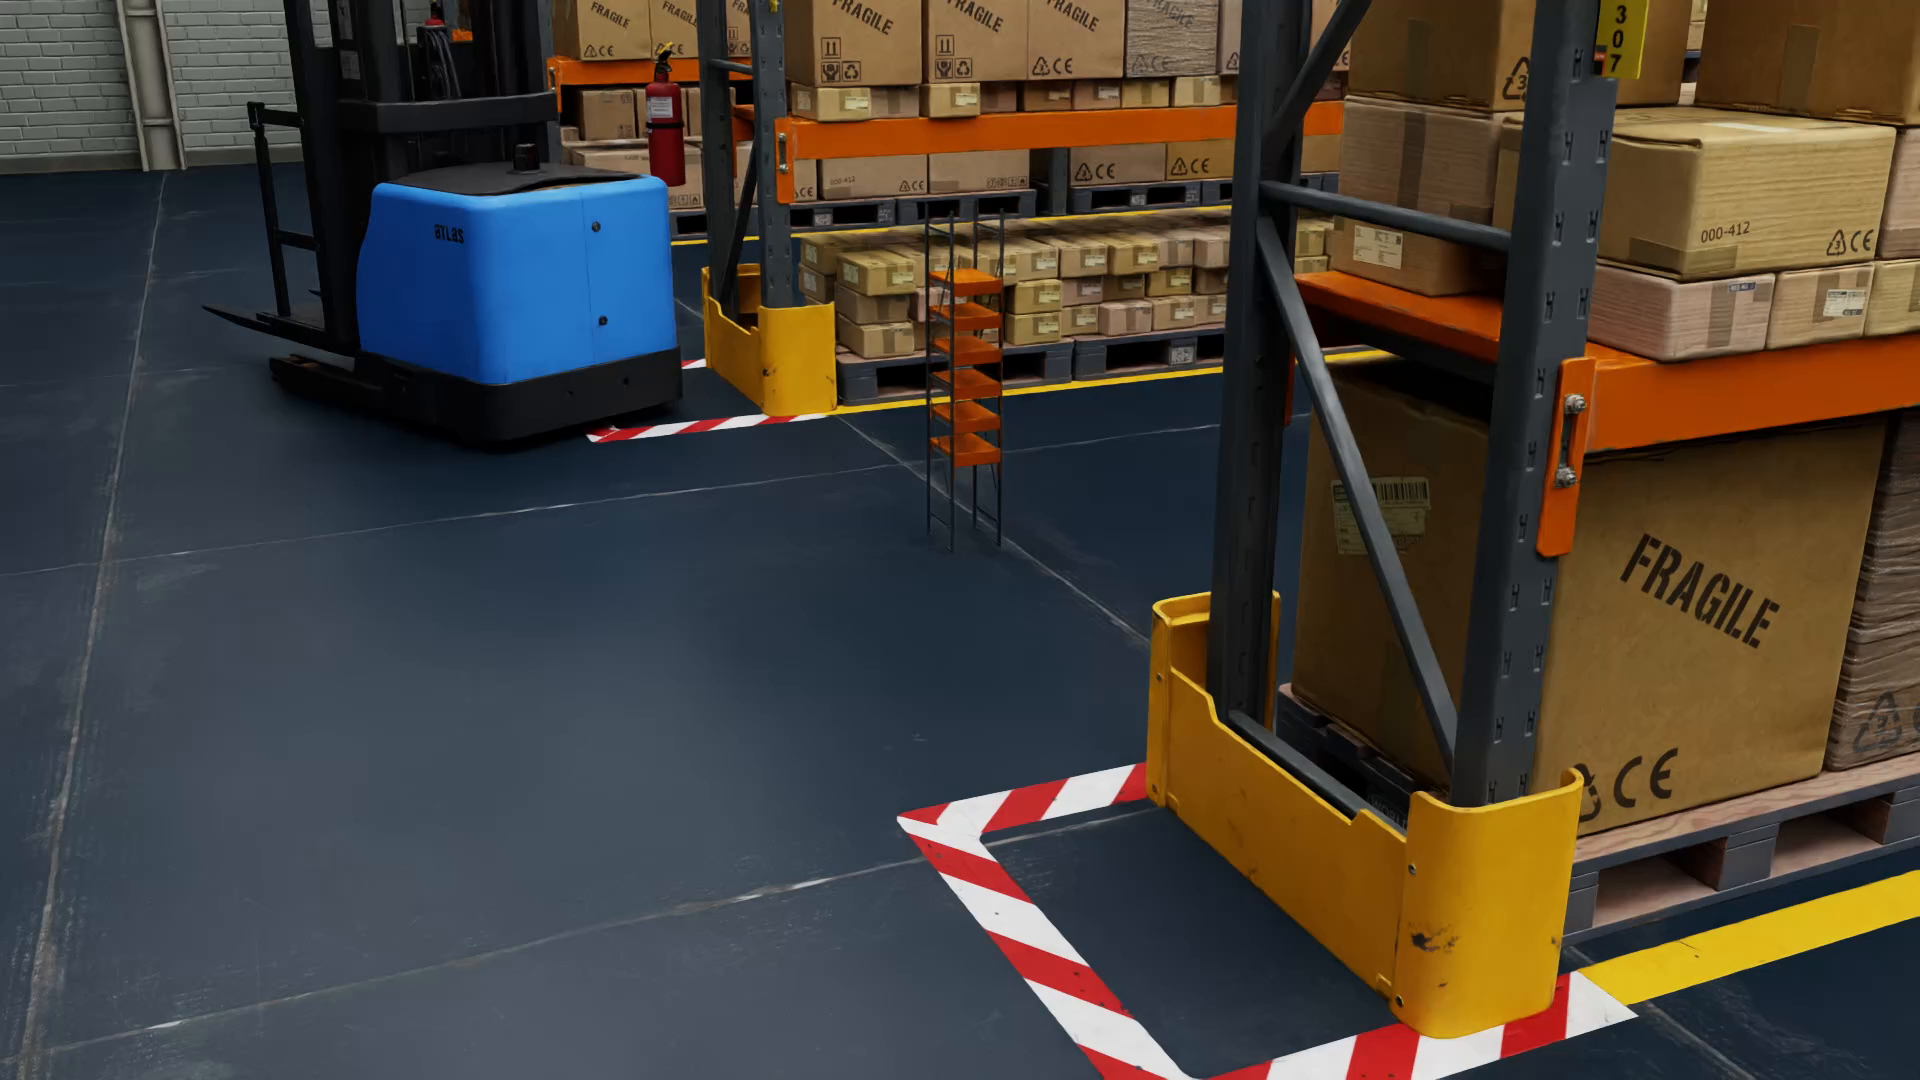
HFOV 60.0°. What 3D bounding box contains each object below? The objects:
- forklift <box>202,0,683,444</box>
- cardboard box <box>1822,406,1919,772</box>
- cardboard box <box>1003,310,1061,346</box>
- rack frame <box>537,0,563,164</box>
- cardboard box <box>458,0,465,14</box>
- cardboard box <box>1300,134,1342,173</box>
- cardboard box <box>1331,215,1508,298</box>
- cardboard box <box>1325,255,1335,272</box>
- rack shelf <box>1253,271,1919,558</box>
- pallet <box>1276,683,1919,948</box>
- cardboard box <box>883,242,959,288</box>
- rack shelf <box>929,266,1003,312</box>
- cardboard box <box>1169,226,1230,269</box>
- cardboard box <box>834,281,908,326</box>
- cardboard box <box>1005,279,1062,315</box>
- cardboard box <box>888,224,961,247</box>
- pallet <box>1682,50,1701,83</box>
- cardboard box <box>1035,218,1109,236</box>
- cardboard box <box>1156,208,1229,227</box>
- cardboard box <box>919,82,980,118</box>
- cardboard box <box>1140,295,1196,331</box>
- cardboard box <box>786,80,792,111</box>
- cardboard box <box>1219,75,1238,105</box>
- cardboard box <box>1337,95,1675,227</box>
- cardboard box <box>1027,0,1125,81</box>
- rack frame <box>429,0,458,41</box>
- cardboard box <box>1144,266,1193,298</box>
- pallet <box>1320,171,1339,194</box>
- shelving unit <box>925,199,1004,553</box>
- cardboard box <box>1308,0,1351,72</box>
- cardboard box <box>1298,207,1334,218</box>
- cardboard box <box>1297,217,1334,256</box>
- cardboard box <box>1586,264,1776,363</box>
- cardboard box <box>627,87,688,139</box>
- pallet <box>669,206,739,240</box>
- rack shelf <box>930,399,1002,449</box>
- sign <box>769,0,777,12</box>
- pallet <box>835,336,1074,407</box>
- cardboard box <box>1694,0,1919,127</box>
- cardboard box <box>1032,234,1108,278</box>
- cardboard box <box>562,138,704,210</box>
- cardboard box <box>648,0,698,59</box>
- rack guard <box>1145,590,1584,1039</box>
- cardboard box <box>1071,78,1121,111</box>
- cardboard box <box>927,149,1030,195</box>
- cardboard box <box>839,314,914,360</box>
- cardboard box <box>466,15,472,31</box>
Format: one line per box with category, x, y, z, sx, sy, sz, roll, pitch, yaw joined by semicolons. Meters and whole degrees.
forklift;-2.717;-2.182;7.806;3.031;2.935;1.130;16;25;39
cardboard box;2.251;-0.060;4.243;0.875;0.875;0.875;-8;21;-22
cardboard box;0.307;-1.081;8.235;0.250;0.149;0.380;-8;21;-21
rack frame;-3.066;-3.658;11.894;0.127;3.000;1.000;-8;21;-22
cardboard box;-4.718;-5.382;16.569;0.500;0.250;0.500;-8;21;-20
cardboard box;2.792;-3.725;14.651;0.875;0.875;0.875;-8;21;-21
cardboard box;1.056;-0.665;3.771;0.250;0.149;0.380;-8;21;-21
cardboard box;2.015;-1.463;8.874;0.250;0.149;0.380;-9;21;-24
rack shelf;2.696;-0.560;4.178;4.000;0.370;1.077;-8;21;-22
pallet;1.563;0.550;4.141;1.213;0.211;1.003;-8;21;-22
cardboard box;-0.191;-1.334;8.059;0.250;0.149;0.380;-8;21;-21
rack shelf;0.013;-0.866;5.723;0.180;0.103;0.258;-8;21;-22
cardboard box;1.269;-1.502;8.535;0.250;0.149;0.380;-9;21;-24
cardboard box;-0.429;-1.146;7.973;0.250;0.149;0.380;-7;21;-20
cardboard box;0.313;-1.225;8.196;0.250;0.149;0.380;-7;21;-20
cardboard box;-0.185;-1.531;8.618;0.250;0.149;0.380;-9;21;-23
pallet;3.420;-2.654;9.331;1.213;0.211;1.003;-8;21;-22
cardboard box;0.588;-1.599;8.811;0.250;0.149;0.380;-9;21;-24
cardboard box;1.277;-1.723;9.165;0.250;0.149;0.380;-8;21;-21
cardboard box;-0.099;-2.051;7.709;0.250;0.149;0.380;-9;21;-23
cardboard box;1.011;-1.194;8.557;0.250;0.149;0.380;-8;21;-22
cardboard box;-0.825;-2.172;8.053;0.250;0.149;0.380;-8;21;-22
cardboard box;1.290;-2.288;8.382;0.250;0.149;0.380;-8;21;-23
cardboard box;1.200;-0.850;3.698;0.500;0.250;0.500;-9;21;-23
cardboard box;0.446;-2.463;7.902;0.500;0.500;0.500;-8;21;-21
rack frame;-5.035;-5.171;16.192;0.127;3.000;1.000;-8;21;-22
cardboard box;1.003;-1.369;8.607;0.250;0.149;0.380;-7;21;-19
pallet;3.526;-3.314;15.117;1.213;0.211;1.003;-8;21;-22
shelving unit;0.013;-0.568;5.828;0.189;1.200;0.258;-8;21;-22
cardboard box;1.851;-2.658;8.455;0.500;0.500;0.500;-9;21;-23
cardboard box;1.986;-1.822;9.444;0.250;0.149;0.380;-7;21;-19
cardboard box;1.992;-1.615;8.857;0.250;0.149;0.380;-8;21;-22
cardboard box;1.316;-0.463;3.200;0.250;0.149;0.380;-8;21;-21
cardboard box;-3.111;-4.381;17.080;0.500;0.500;0.500;-8;21;-21
pallet;-2.362;-2.472;12.724;1.213;0.211;1.003;-8;21;-22
rack shelf;0.013;-0.413;5.883;0.180;0.103;0.258;-8;21;-22
sign;-0.797;-2.405;7.031;0.005;0.325;0.100;-8;21;-22
pallet;-0.182;-0.953;8.409;1.213;0.211;1.003;-8;21;-22
cardboard box;1.867;-1.106;3.295;0.500;0.500;0.500;-9;21;-23
cardboard box;0.544;-1.420;8.302;0.250;0.149;0.380;-7;21;-20
cardboard box;-2.499;-2.765;12.583;0.875;0.438;0.875;-9;21;-24
cardboard box;-2.058;-3.756;12.022;0.500;0.500;0.500;-8;21;-23
rack guard;0.838;0.546;3.718;0.348;0.500;1.175;-8;21;-22
cardboard box;0.581;-2.179;8.072;0.250;0.149;0.380;-9;21;-23
cardboard box;-0.012;-3.124;13.603;0.875;0.438;0.875;-8;21;-23
cardboard box;-0.404;-0.986;7.967;0.250;0.149;0.380;-8;21;-21
cardboard box;-4.625;-5.012;16.119;0.250;0.149;0.380;-8;21;-22
